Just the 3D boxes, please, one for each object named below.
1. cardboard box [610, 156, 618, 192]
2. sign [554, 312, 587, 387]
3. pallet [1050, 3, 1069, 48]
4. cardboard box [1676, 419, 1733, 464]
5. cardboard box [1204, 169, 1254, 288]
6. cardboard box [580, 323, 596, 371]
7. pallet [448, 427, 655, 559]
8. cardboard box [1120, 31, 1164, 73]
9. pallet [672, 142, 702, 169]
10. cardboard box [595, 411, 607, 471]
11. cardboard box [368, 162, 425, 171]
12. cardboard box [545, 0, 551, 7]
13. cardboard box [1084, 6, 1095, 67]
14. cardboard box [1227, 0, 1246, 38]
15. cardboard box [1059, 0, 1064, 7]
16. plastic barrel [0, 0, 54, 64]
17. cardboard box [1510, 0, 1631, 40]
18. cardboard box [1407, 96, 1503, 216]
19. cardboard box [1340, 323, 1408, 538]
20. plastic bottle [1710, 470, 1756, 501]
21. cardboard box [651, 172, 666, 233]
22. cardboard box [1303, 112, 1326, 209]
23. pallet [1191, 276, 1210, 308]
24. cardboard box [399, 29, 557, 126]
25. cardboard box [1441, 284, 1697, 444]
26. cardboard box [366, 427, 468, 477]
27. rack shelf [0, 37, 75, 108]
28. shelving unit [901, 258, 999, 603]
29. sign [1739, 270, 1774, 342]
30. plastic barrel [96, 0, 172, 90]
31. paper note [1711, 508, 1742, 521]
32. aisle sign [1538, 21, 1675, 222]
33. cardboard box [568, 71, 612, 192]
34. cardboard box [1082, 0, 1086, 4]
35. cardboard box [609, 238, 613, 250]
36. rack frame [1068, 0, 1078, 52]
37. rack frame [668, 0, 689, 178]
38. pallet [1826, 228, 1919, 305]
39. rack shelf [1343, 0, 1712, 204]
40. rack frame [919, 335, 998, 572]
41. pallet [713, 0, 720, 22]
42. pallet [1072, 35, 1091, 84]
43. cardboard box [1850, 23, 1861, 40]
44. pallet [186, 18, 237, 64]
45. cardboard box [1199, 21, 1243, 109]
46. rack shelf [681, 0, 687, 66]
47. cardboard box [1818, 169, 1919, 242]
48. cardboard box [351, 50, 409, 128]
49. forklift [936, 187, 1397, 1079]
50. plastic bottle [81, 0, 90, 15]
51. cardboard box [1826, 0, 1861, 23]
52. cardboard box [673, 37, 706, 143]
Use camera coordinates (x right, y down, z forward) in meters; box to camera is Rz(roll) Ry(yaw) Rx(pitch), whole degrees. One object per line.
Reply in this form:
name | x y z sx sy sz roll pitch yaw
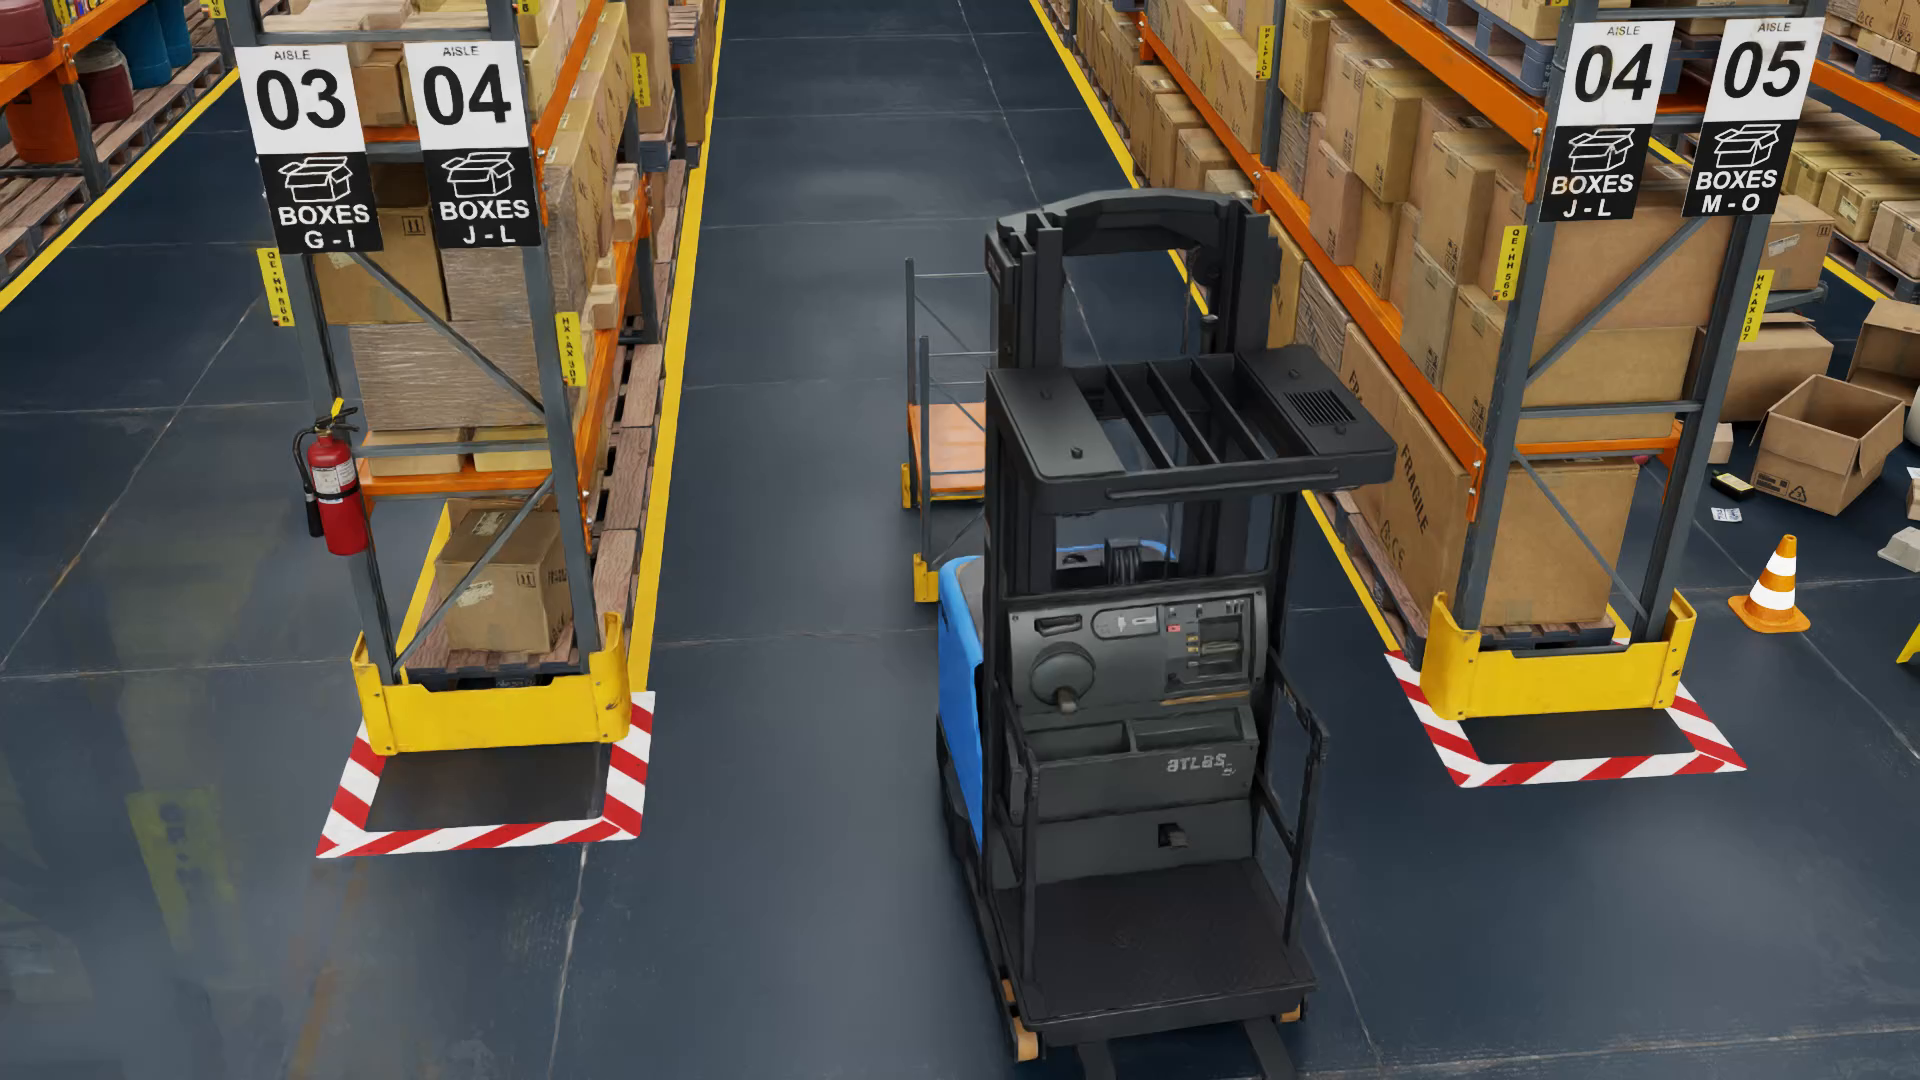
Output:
cardboard box | -2.523 -2.357 9.884 0.875 0.500 0.500 -3 31 -5
sign | -1.589 -0.775 6.778 0.100 0.325 0.005 -3 31 -5
pallet | 1.599 -5.834 18.811 1.003 0.211 1.213 -3 31 -5
cardboard box | 4.439 -0.642 10.067 0.396 0.266 0.258 2 31 4
cardboard box | 2.297 -2.133 11.680 1.050 0.750 0.750 -3 31 -5
cardboard box | -1.992 -0.938 8.140 0.380 0.149 0.250 -3 31 -5
pallet | -2.288 -0.257 9.474 1.003 0.211 1.213 -3 31 -5
cardboard box | 1.746 -4.414 15.011 0.500 0.250 0.500 -3 31 -6
pallet | -2.875 -3.671 15.190 1.003 0.211 1.213 -3 31 -5
cardboard box | -2.308 -0.715 9.550 0.500 0.500 0.500 -5 31 -9
cardboard box | -2.479 -1.501 7.475 0.500 0.500 0.500 -3 31 -5
cardboard box | -1.954 -2.326 7.051 0.380 0.149 0.250 -2 31 -3
cardboard box | 1.553 -5.137 16.953 0.500 0.500 0.500 -1 31 -2
cardboard box | 2.295 -3.852 11.700 0.700 0.500 0.500 -3 31 -4
cardboard box | 1.314 -6.057 18.546 0.380 0.149 0.250 -4 31 -7
plastic barrel | -7.463 -4.060 12.990 0.600 0.536 0.708 -3 31 -5
cardboard box | 2.450 -2.120 6.687 0.380 0.149 0.250 -3 31 -5
cardboard box | 2.762 -1.851 8.225 0.875 0.550 0.550 -3 31 -5
cardboard box | 2.605 -0.624 9.031 0.875 0.875 0.875 -3 31 -5
plastic bottle | 4.500 -0.327 9.739 0.133 0.061 0.283 -14 33 -22
cardboard box | -2.670 -2.665 12.795 0.700 0.500 0.500 0 31 0
cardboard box | 2.565 -2.202 9.866 0.875 0.550 0.550 -3 31 -5
pallet | 2.297 -1.799 12.056 1.003 0.211 1.213 -3 31 -5
cardboard box | -1.917 -1.859 6.658 0.500 0.250 0.500 -2 31 -3
cardboard box | 2.739 -0.815 7.543 0.875 0.550 0.550 -3 31 -5
cardboard box | -2.362 -0.405 7.248 0.380 0.149 0.250 -3 31 -5
rack shelf | -7.621 -2.895 11.872 1.077 0.370 4.000 -3 31 -5
shelving unit | 0.007 -0.605 8.800 0.587 1.500 1.083 -3 31 -5
sign | 3.371 -0.993 7.065 0.100 0.325 0.005 -3 31 -5
plastic barrel | -8.082 -4.906 16.175 0.600 0.901 0.708 -3 31 -5
paper note | 4.366 -0.149 9.471 0.144 0.017 0.142 8 32 13
aisle sign | 2.526 -1.629 6.517 0.394 0.787 0.004 -3 31 -5
cardboard box | -2.050 -2.037 8.372 0.500 0.500 0.500 -3 31 -5
cardboard box | 1.503 -5.729 17.213 0.500 0.250 0.500 -4 31 -7
cardboard box | -2.123 -1.575 9.207 0.380 0.149 0.250 -3 31 -5
rack frame | 1.697 -6.690 17.525 1.000 3.000 0.127 -3 31 -5
rack frame | -2.877 -4.462 13.795 1.000 3.000 0.127 -3 31 -5
pallet | 7.289 -2.095 12.551 1.003 0.211 1.213 -3 31 -5
rack shelf | 2.631 -2.563 8.393 1.077 0.370 4.000 -3 31 -5
rack frame | 0.055 -0.341 8.358 0.500 1.500 0.032 -3 31 -5
pallet | -3.361 -6.323 19.630 1.003 0.211 1.213 -3 31 -5
pallet | 1.771 -5.095 17.575 1.003 0.211 1.213 -3 31 -5
cardboard box | 7.037 -3.877 12.652 0.380 0.149 0.250 -4 31 -6
pallet | -8.289 -5.443 18.157 1.003 0.211 1.213 -3 31 -5
cardboard box | 2.035 -3.418 11.950 0.500 0.500 0.500 -2 31 -4
rack shelf | -3.064 -5.174 15.689 1.077 0.370 4.000 -3 31 -5
cardboard box | 7.241 -2.581 12.799 0.950 0.372 0.625 -1 31 -1
cardboard box | -2.427 -1.835 6.618 0.500 0.250 0.500 -2 31 -3
forklift | 0.670 0.436 5.662 1.130 2.935 3.031 -5 31 -9
plastic bottle | -7.570 -4.644 14.220 0.152 0.276 0.135 -3 31 -5
cardboard box | 6.952 -4.254 12.650 0.500 0.500 0.500 -4 31 -6
cardboard box | -2.921 -4.083 14.823 1.225 0.875 0.875 -4 31 -7
